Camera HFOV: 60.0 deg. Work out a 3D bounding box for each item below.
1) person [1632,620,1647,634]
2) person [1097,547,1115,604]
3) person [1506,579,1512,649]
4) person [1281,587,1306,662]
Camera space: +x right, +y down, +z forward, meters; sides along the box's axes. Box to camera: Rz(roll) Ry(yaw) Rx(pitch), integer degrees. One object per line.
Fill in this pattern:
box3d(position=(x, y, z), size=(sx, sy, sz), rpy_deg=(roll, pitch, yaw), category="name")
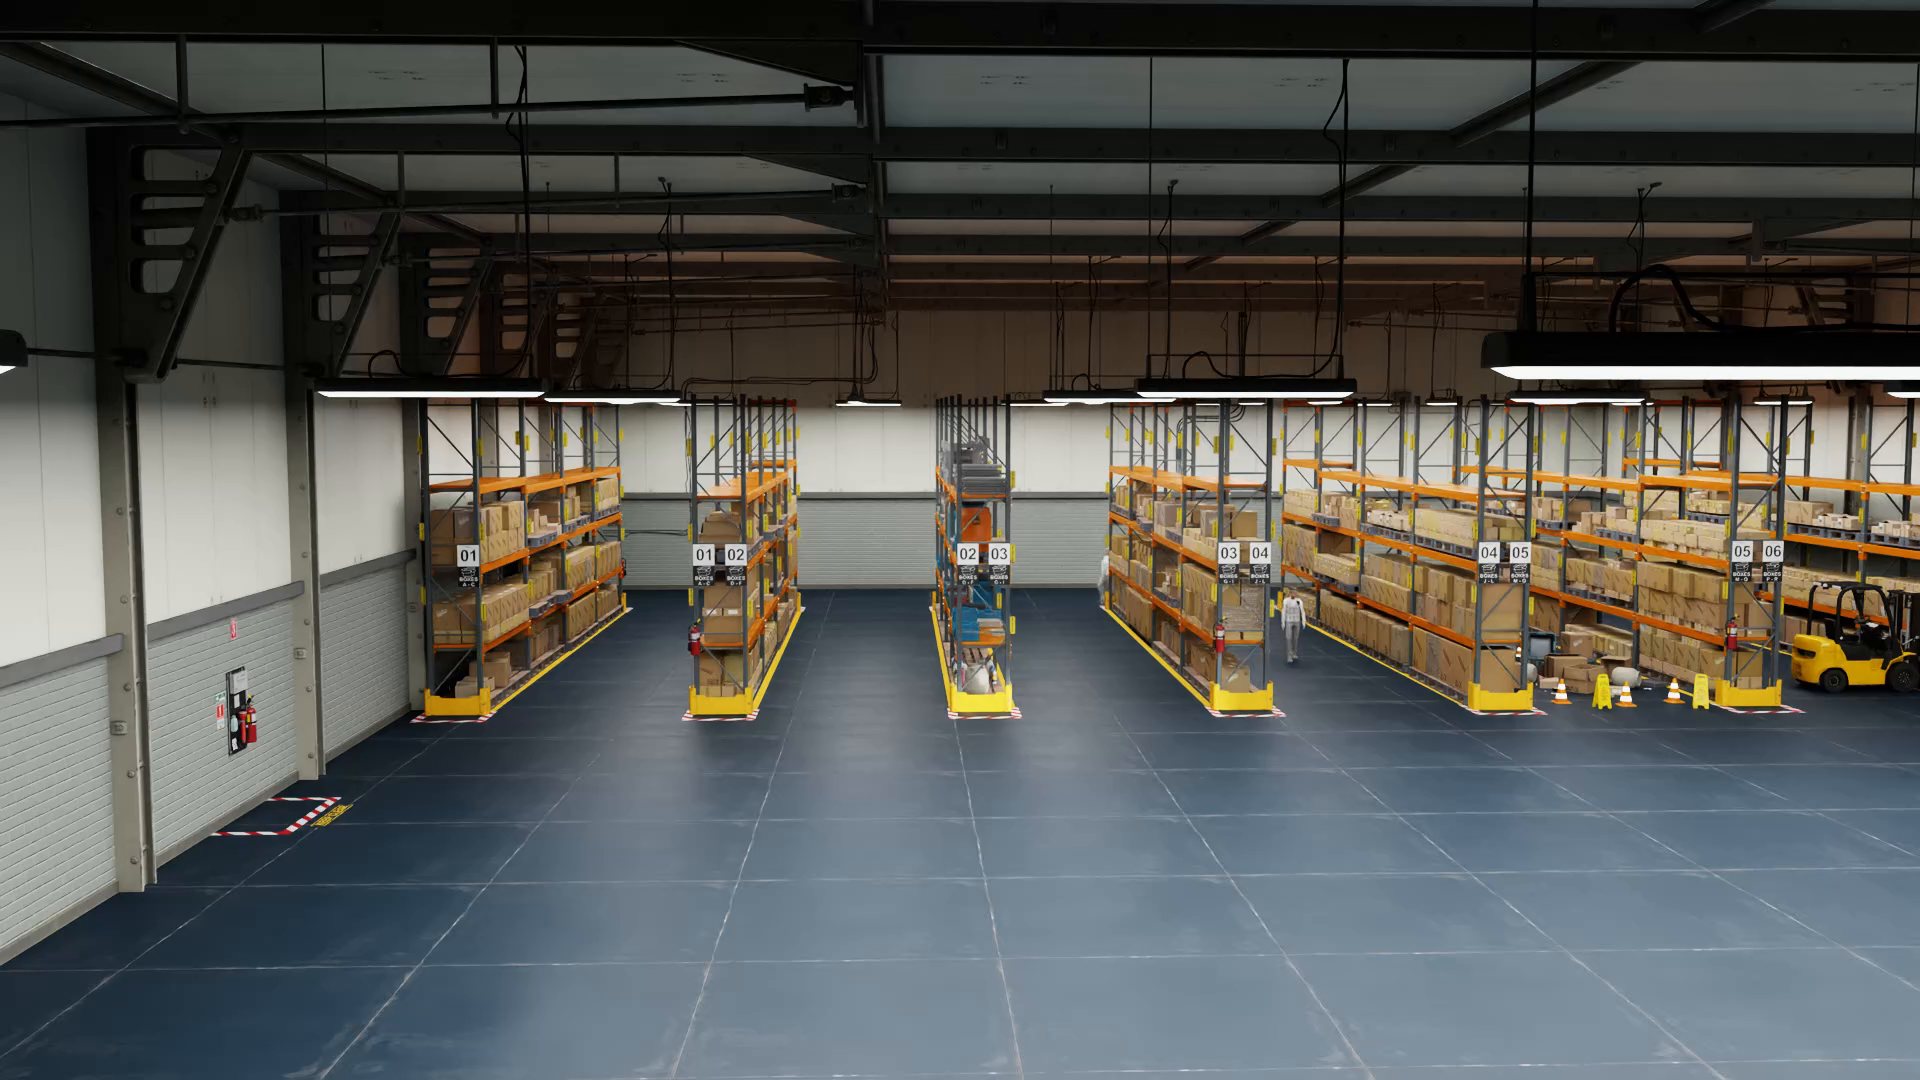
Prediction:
box3d(position=(16.777, 1.647, 40.795), size=(0.601, 1.751, 0.634), rpy_deg=(-2, 5, -26), category="person")
box3d(position=(4.354, 1.073, 48.897), size=(0.532, 1.736, 0.537), rpy_deg=(-3, 5, -34), category="person")
box3d(position=(12.712, 1.770, 38.768), size=(0.521, 1.768, 0.548), rpy_deg=(-1, 5, -16), category="person")
box3d(position=(7.614, 1.925, 37.947), size=(0.528, 1.723, 0.516), rpy_deg=(0, 4, 0), category="person")
